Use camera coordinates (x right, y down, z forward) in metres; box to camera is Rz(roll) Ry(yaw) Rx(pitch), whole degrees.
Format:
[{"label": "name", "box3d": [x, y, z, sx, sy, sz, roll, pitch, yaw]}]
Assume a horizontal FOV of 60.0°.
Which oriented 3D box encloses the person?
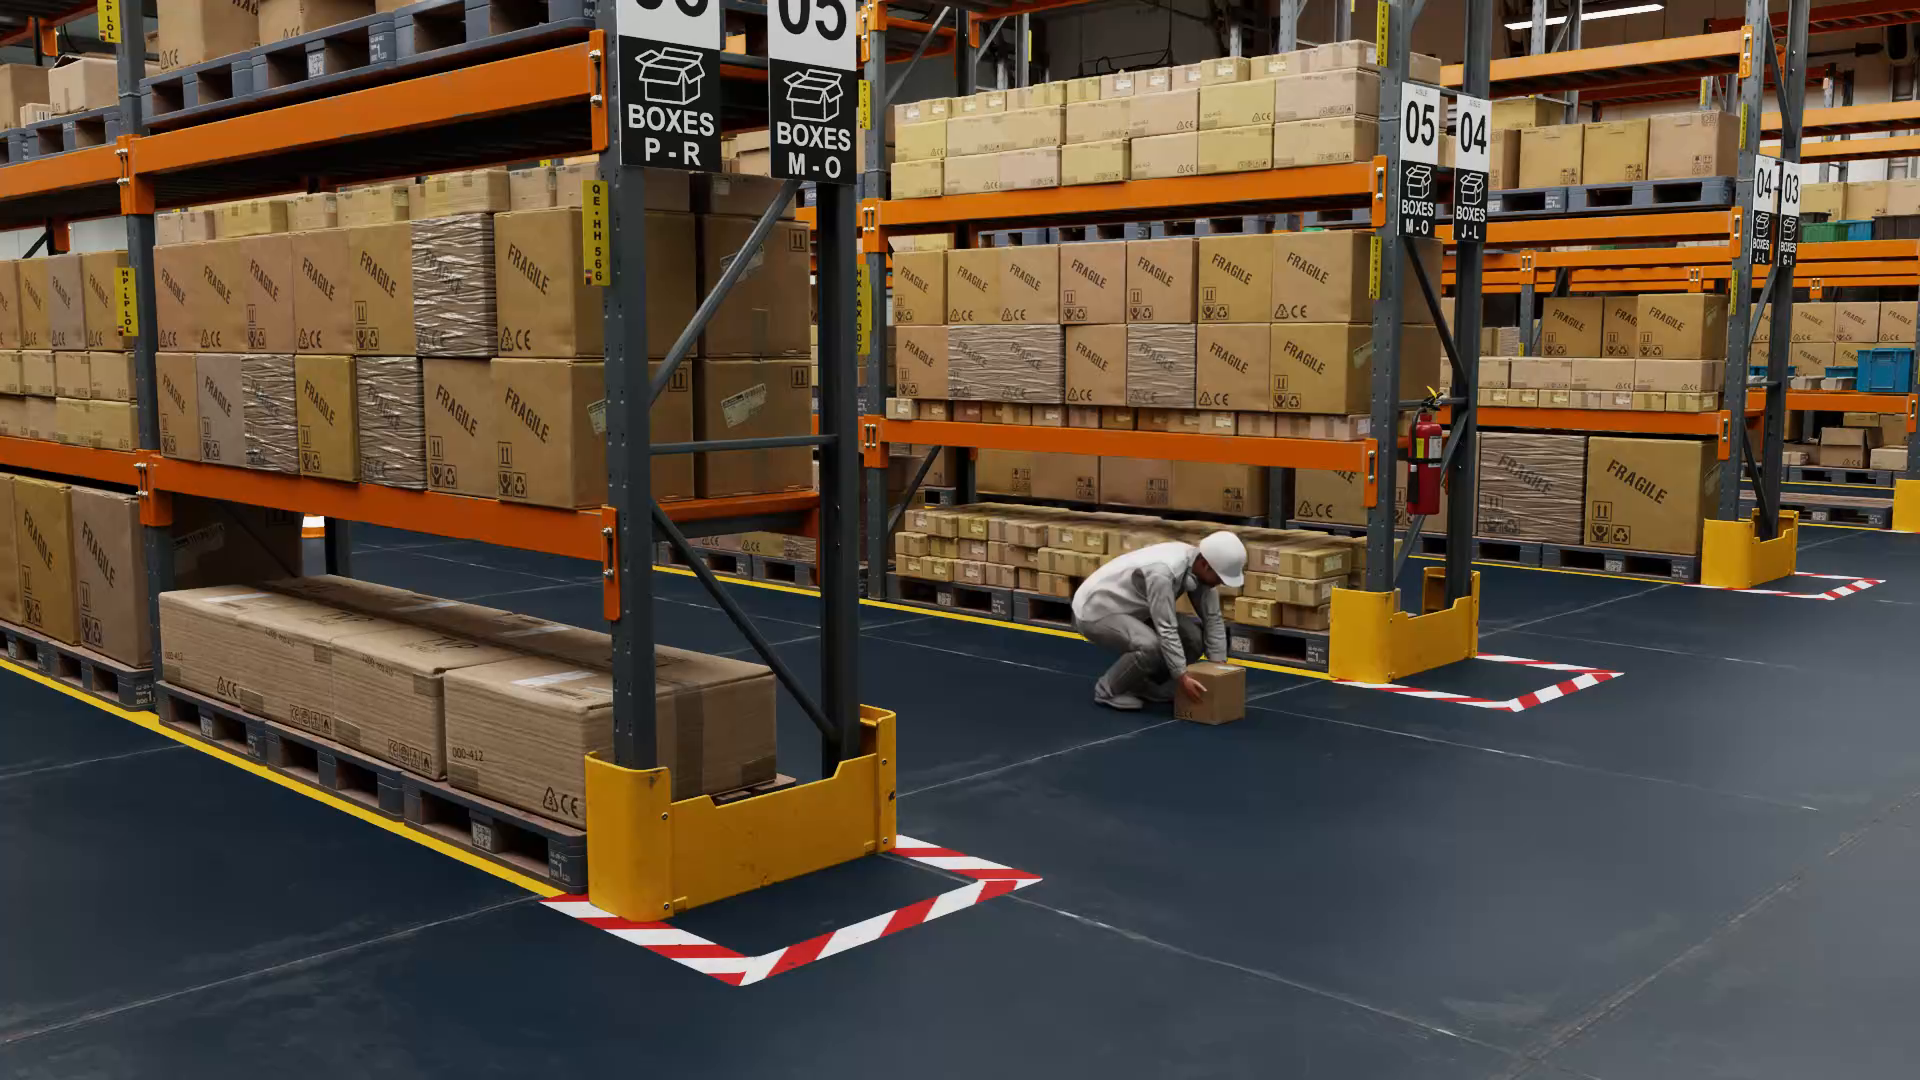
[{"label": "person", "box3d": [1.017, 0.394, 8.426, 0.913, 0.930, 0.533, 7, 10, 43]}]
